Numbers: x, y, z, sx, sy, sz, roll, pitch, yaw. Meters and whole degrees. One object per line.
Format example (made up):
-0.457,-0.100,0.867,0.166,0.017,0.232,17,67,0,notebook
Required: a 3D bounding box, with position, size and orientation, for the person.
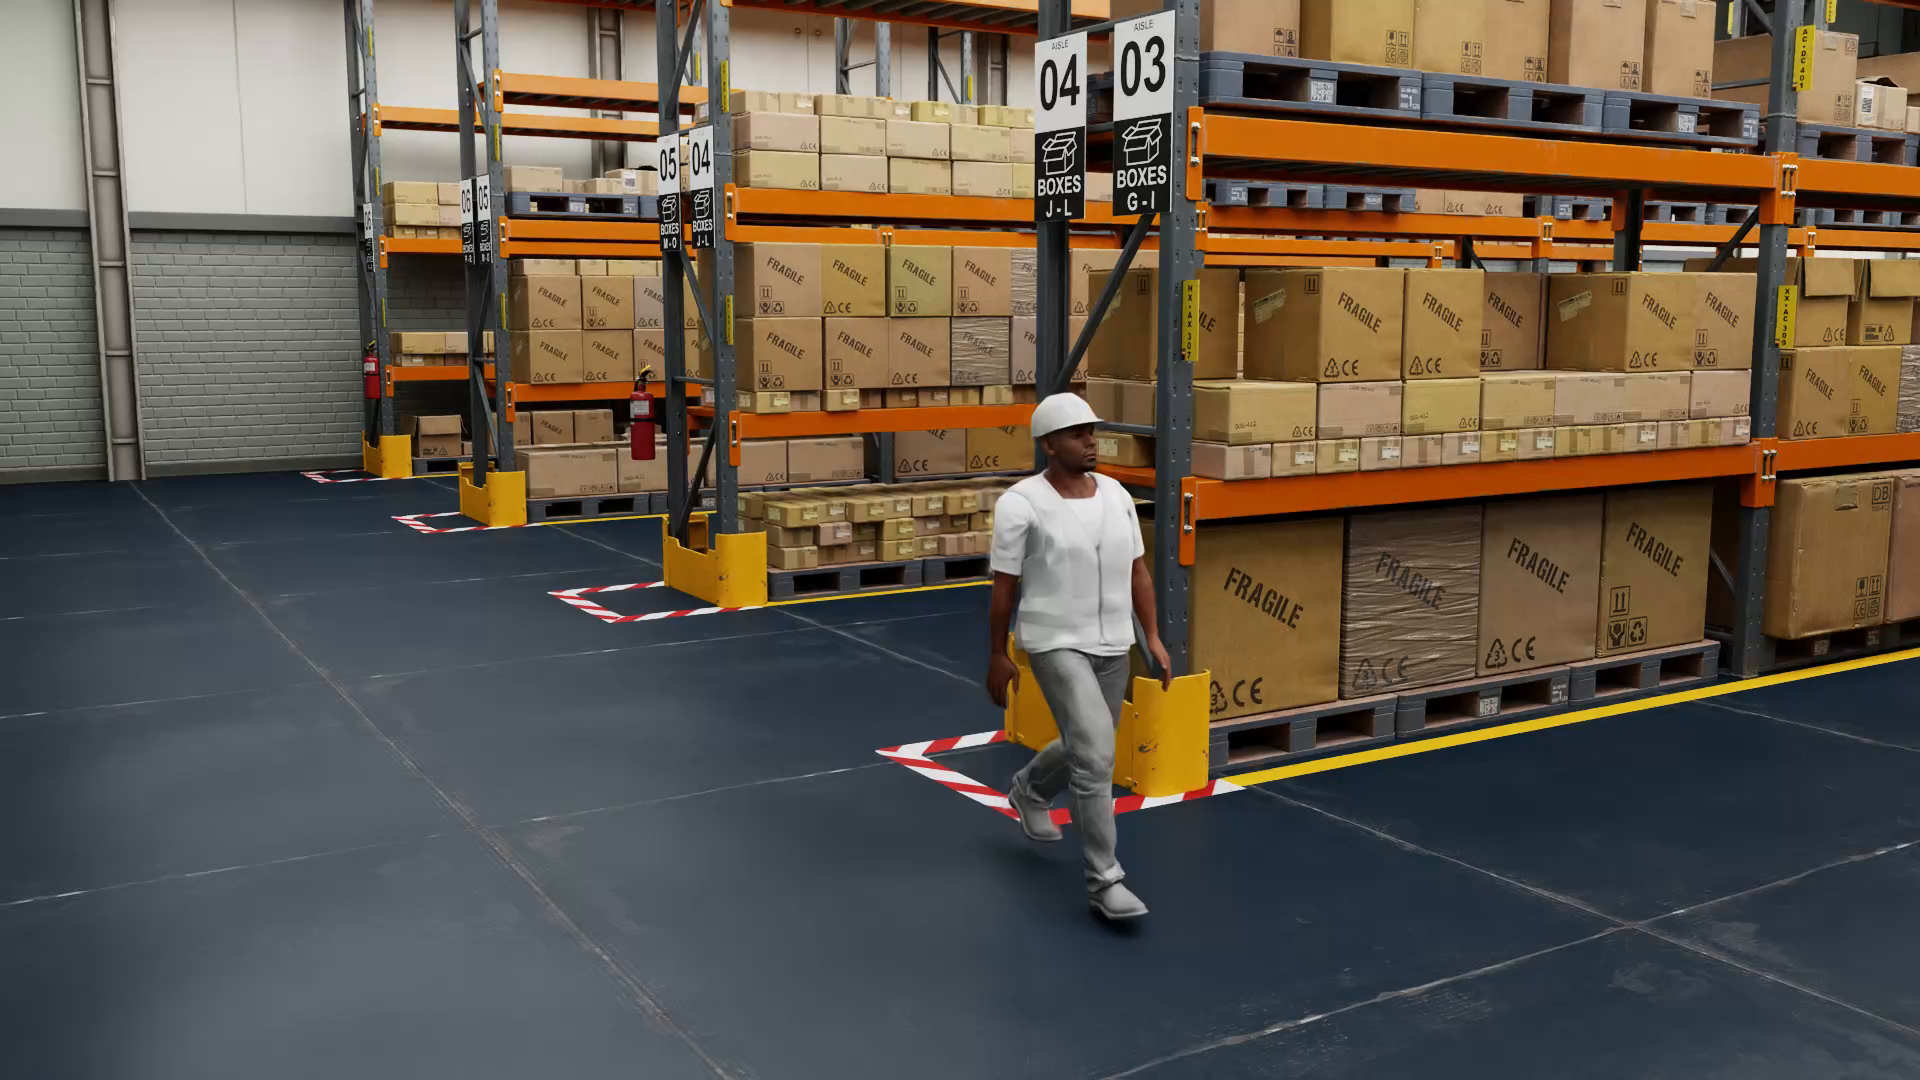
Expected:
0.410,0.357,5.744,0.579,1.729,0.986,-5,10,-33,person
